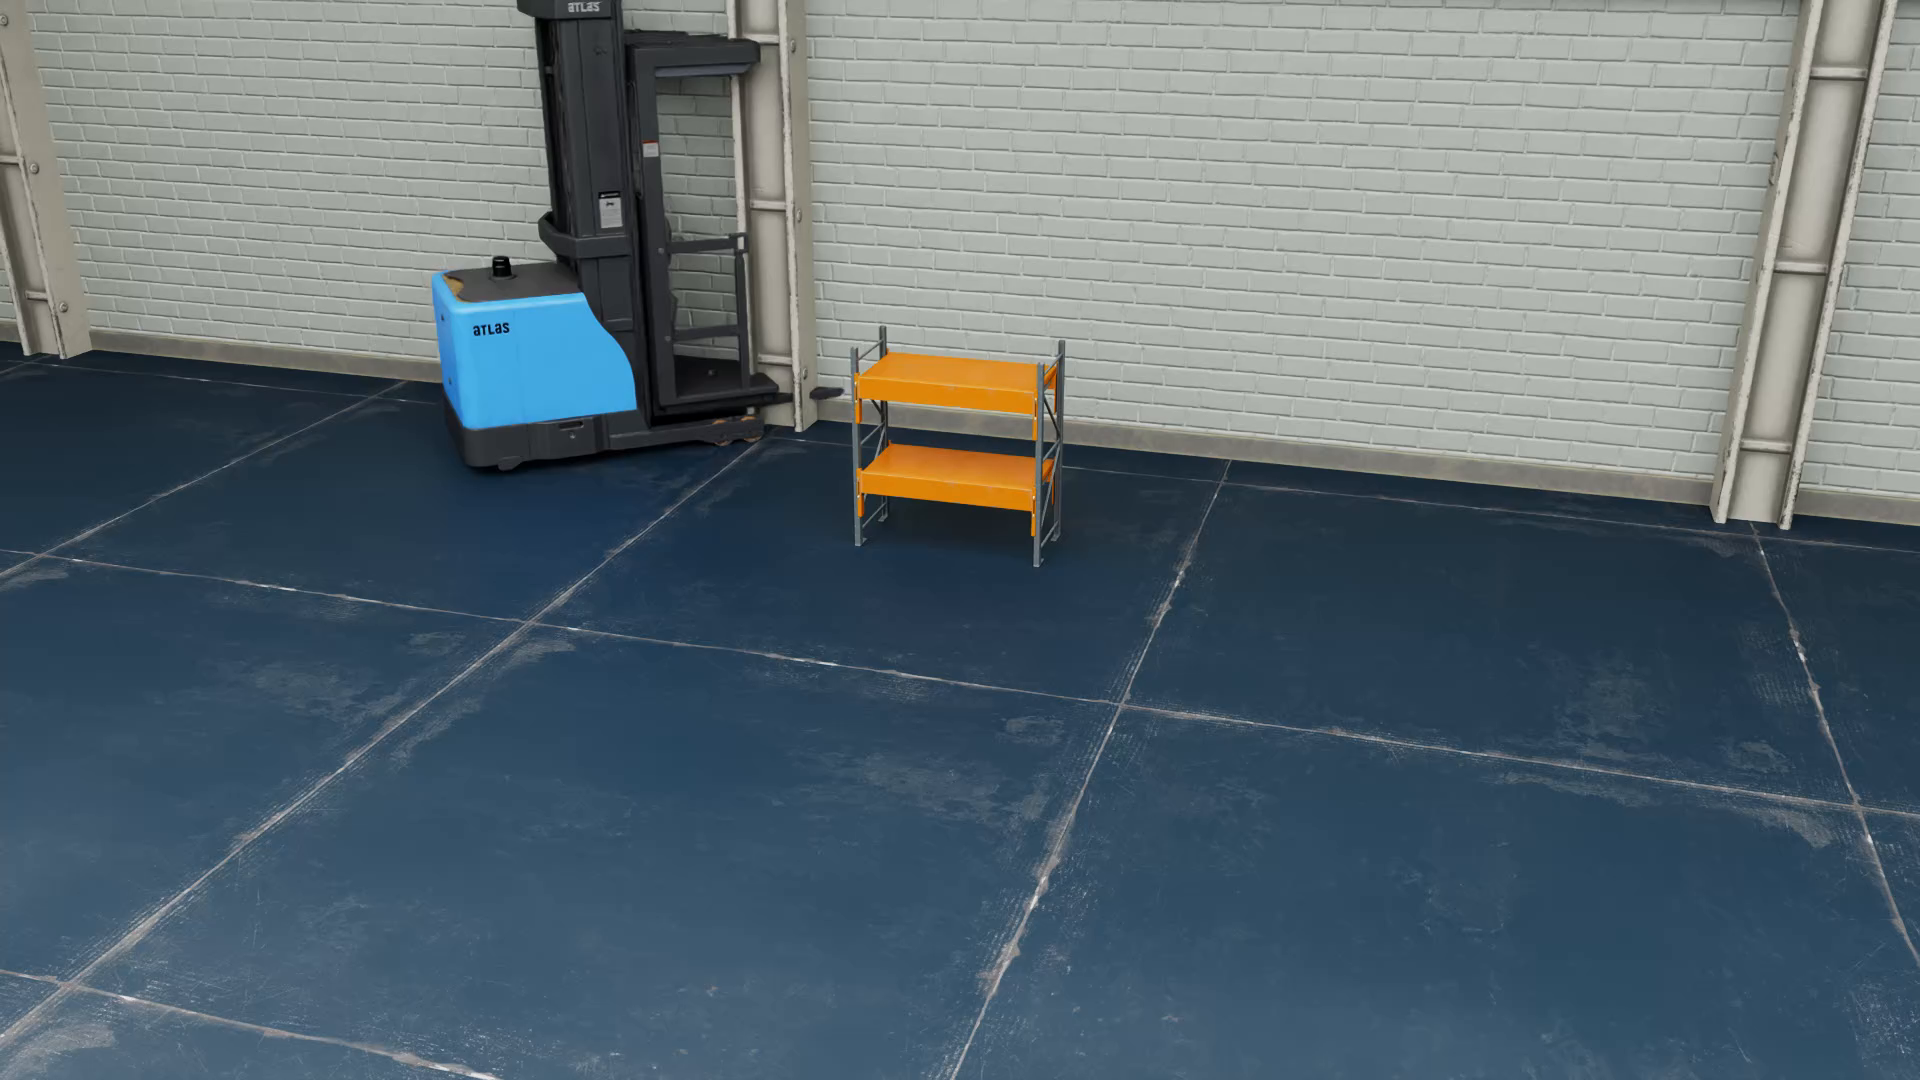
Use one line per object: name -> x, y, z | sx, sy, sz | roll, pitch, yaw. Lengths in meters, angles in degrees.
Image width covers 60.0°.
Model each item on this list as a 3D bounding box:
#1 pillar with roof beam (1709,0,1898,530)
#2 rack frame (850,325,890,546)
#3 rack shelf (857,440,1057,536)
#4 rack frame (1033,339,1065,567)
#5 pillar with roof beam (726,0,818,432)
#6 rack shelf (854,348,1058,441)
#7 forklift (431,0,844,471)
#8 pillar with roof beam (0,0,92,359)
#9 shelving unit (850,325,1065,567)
pillar with roof beam -> 3.311, -2.735, 4.080 | 0.400, 9.000, 9.100 | 7, 23, 16
rack frame -> -0.493, -0.577, 9.194 | 0.032, 1.125, 0.500 | 7, 23, 16
rack shelf -> -0.006, -0.295, 9.151 | 1.000, 0.278, 0.538 | 7, 23, 16
rack frame -> 0.480, -0.465, 8.922 | 0.032, 1.125, 0.500 | 7, 23, 16
pillar with roof beam -> -2.433, -3.393, 5.684 | 0.400, 9.000, 9.100 | 7, 23, 16
rack shelf -> -0.006, -0.792, 8.947 | 1.000, 0.278, 0.538 | 7, 23, 16
forklift -> -1.820, -2.136, 10.614 | 3.031, 2.935, 1.130 | -9, 24, -22
pillar with roof beam -> -8.177, -4.050, 7.287 | 0.400, 9.000, 9.100 | 7, 23, 16
shelving unit -> -0.006, -0.521, 9.058 | 1.048, 1.125, 0.538 | 7, 23, 16
